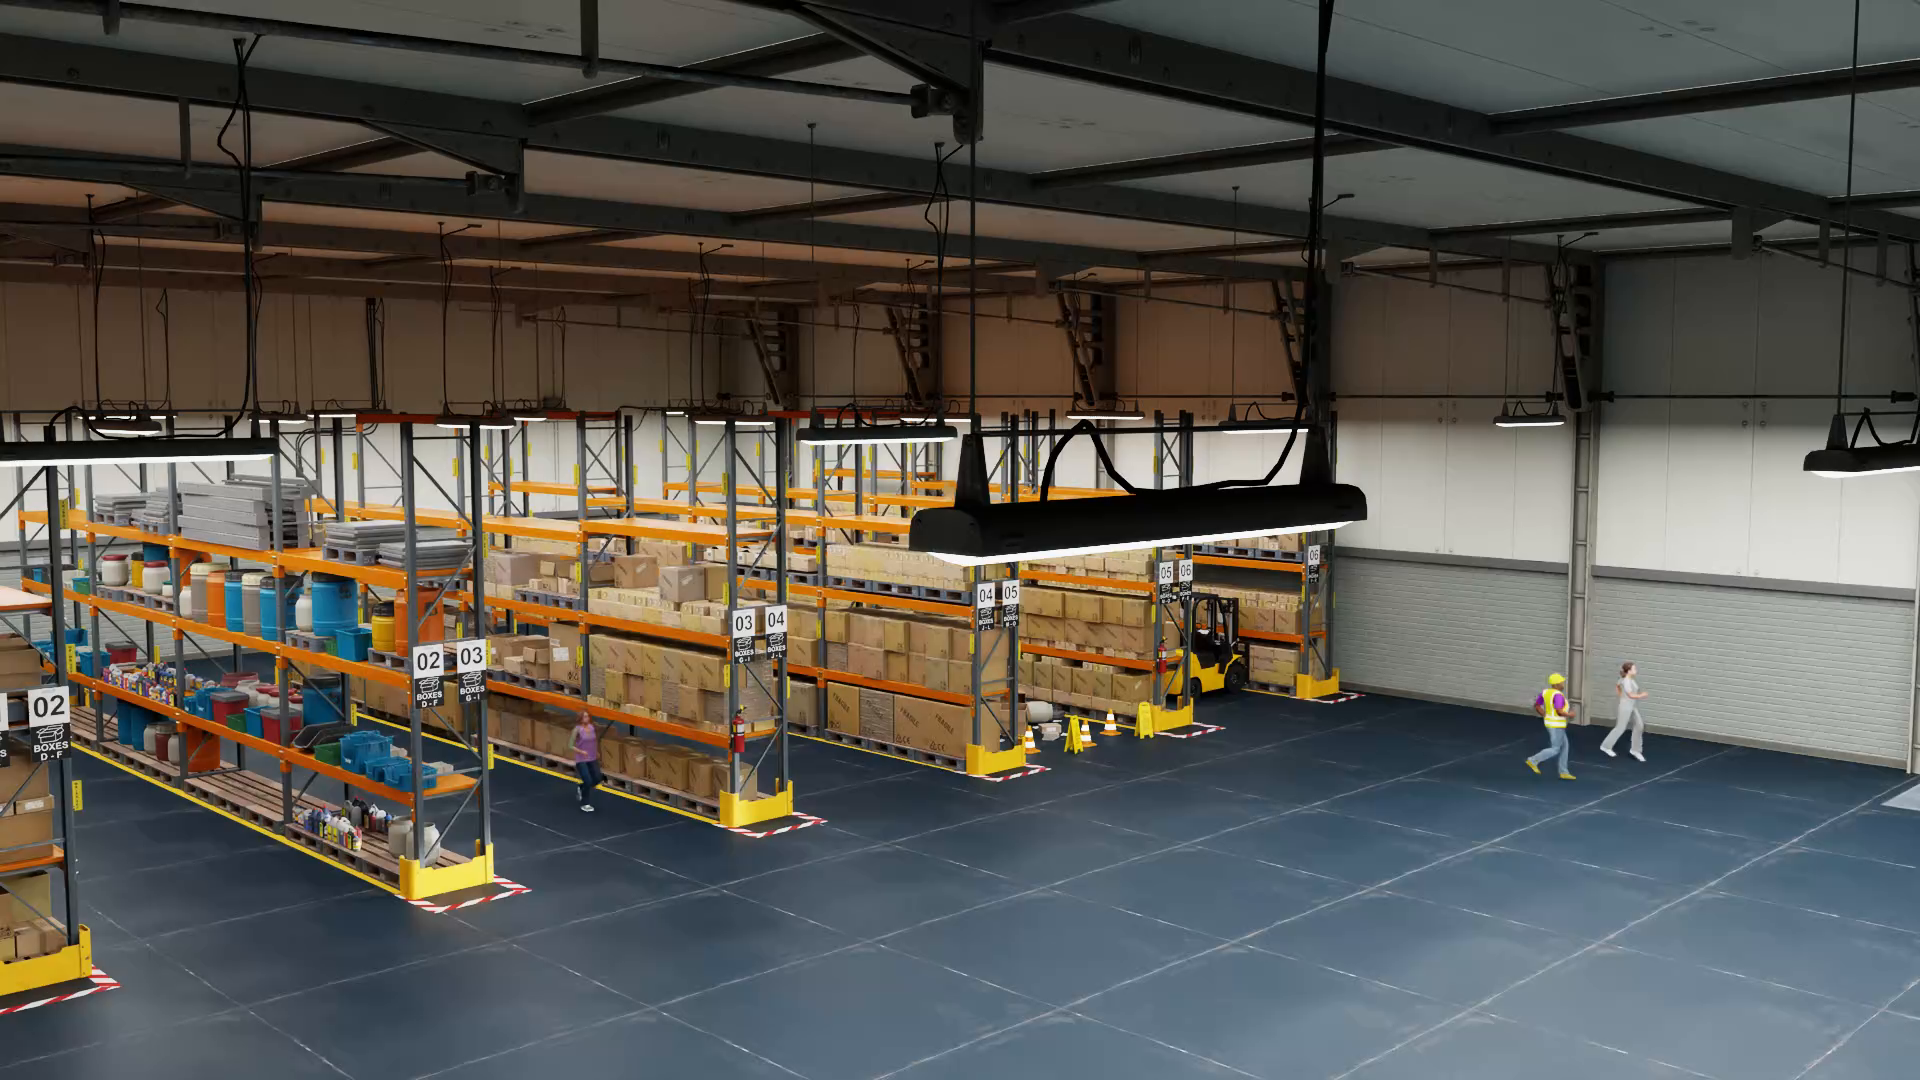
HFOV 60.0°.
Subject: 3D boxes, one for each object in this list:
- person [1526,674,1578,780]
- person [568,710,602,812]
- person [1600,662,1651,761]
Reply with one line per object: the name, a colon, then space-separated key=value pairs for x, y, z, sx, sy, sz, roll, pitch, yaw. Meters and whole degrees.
person: x=9.763 y=3.083 z=27.348 sx=0.871 sy=1.773 sz=0.686 roll=0 pitch=5 yaw=0
person: x=-5.708 y=3.357 z=25.334 sx=0.559 sy=1.550 sz=0.532 roll=4 pitch=6 yaw=40
person: x=11.583 y=2.981 z=28.944 sx=0.797 sy=1.737 sz=0.554 roll=3 pitch=6 yaw=31
